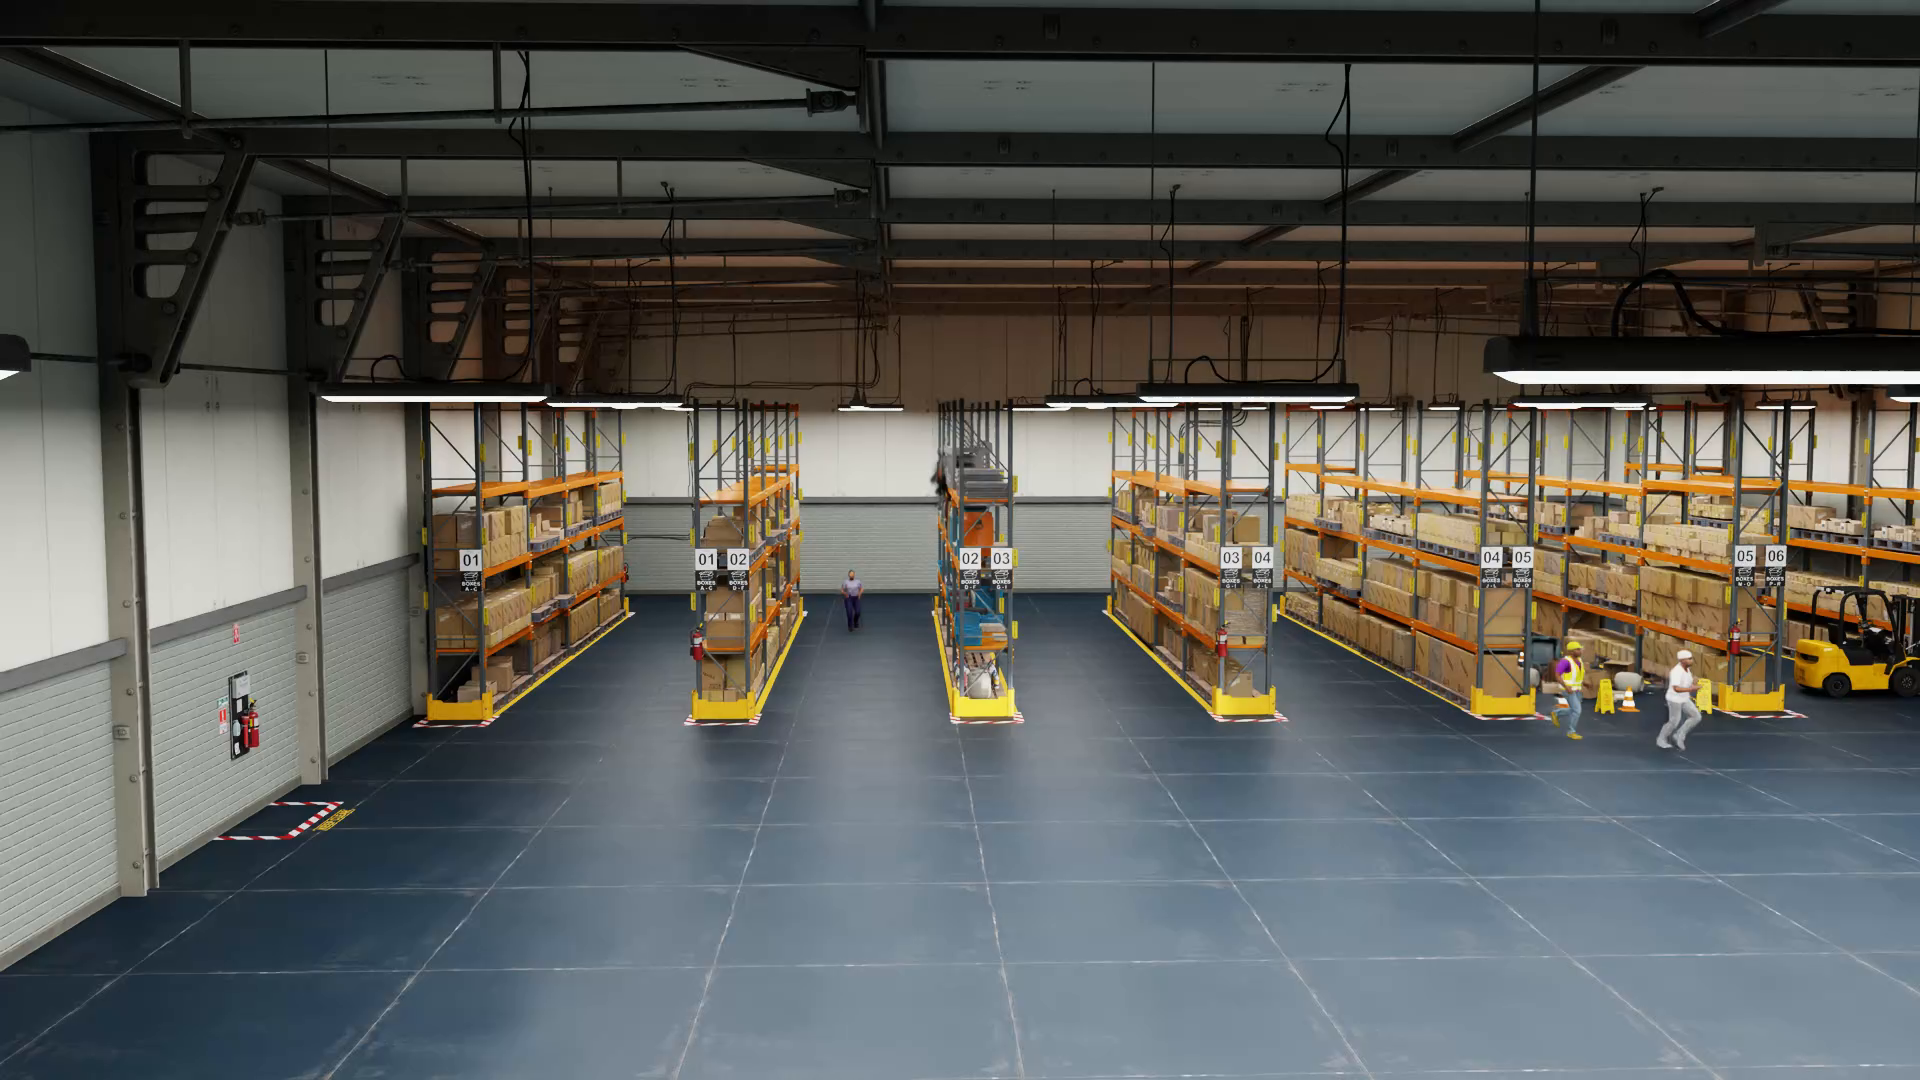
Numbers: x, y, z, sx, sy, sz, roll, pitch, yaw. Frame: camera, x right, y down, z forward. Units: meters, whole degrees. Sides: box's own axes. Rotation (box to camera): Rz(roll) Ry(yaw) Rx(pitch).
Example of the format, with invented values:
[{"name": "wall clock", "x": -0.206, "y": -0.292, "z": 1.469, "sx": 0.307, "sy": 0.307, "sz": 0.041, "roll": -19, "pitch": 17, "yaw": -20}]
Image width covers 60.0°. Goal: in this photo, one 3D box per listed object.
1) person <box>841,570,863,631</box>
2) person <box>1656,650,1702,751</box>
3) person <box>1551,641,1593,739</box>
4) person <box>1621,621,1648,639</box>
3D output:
[{"name": "person", "x": -2.832, "y": 1.598, "z": 43.793, "sx": 0.599, "sy": 1.600, "sz": 0.561, "roll": -1, "pitch": 4, "yaw": -11}, {"name": "person", "x": 12.175, "y": 2.705, "z": 28.092, "sx": 0.737, "sy": 1.723, "sz": 0.786, "roll": -4, "pitch": 6, "yaw": -44}, {"name": "person", "x": 10.743, "y": 2.635, "z": 29.457, "sx": 0.684, "sy": 1.716, "sz": 0.680, "roll": -4, "pitch": 6, "yaw": -40}, {"name": "person", "x": 16.736, "y": 1.798, "z": 41.313, "sx": 0.587, "sy": 1.660, "sz": 0.973, "roll": 0, "pitch": 4, "yaw": -6}]
